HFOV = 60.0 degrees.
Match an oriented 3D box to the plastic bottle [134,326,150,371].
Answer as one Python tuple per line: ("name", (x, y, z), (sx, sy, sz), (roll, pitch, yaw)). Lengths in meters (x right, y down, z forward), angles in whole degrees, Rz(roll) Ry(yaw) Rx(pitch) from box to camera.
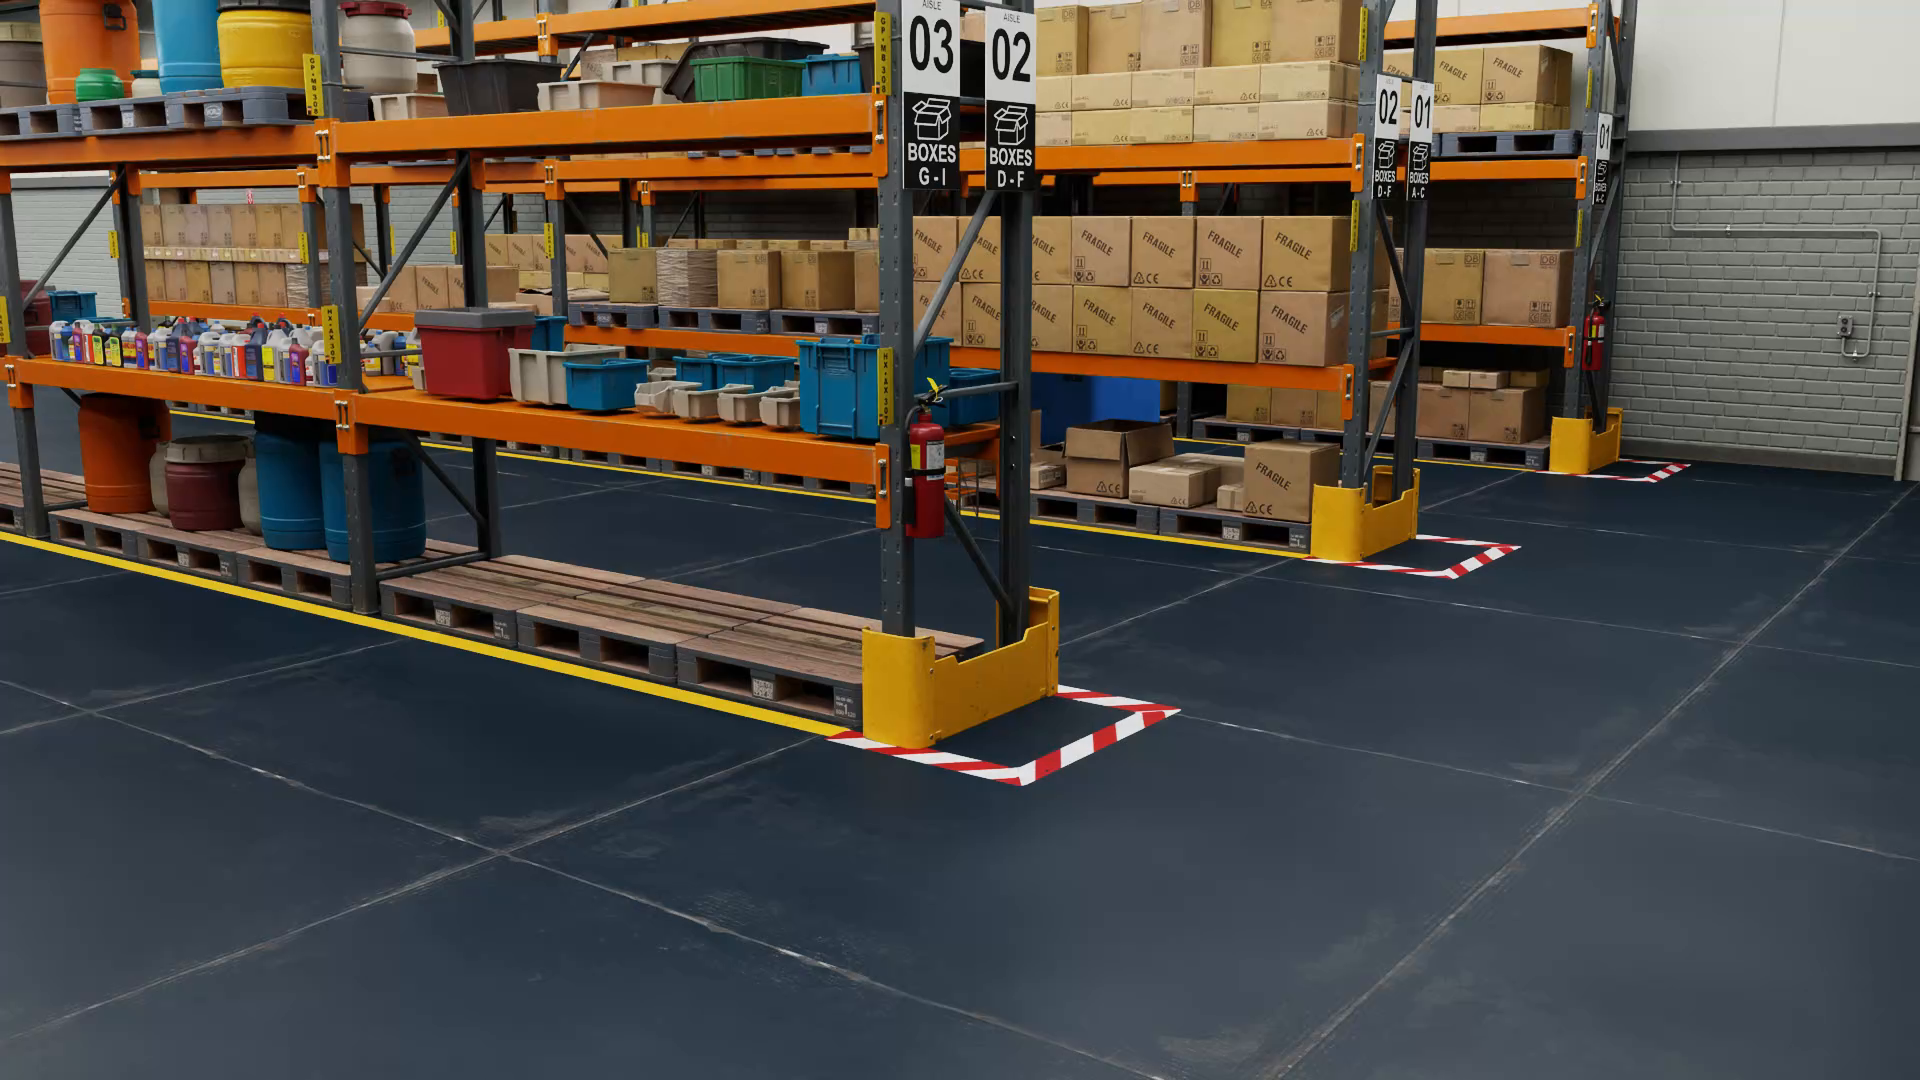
("plastic bottle", (-5.390, -1.266, 10.986), (0.133, 0.283, 0.061), (8, 13, 36))

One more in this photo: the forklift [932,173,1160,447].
("forklift", (0.430, -2.193, 15.647), (3.031, 2.935, 1.130), (11, 15, 43))

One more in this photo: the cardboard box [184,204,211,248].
("cardboard box", (-8.720, -3.727, 19.718), (0.500, 0.500, 0.700), (8, 14, 36))

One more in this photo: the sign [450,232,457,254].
("sign", (-7.357, -4.317, 24.167), (0.005, 0.325, 0.100), (8, 13, 36))

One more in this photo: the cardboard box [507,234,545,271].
("cardboard box", (-6.024, -4.063, 23.504), (0.500, 0.500, 0.500), (7, 13, 34))

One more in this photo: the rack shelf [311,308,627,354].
("rack shelf", (-5.129, -2.188, 17.338), (4.000, 0.370, 1.077), (8, 13, 36))

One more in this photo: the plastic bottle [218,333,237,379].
("plastic bottle", (-4.546, -1.156, 10.434), (0.135, 0.276, 0.152), (8, 13, 36))

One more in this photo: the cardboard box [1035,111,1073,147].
("cardboard box", (0.755, -3.060, 12.448), (0.500, 0.250, 0.500), (8, 13, 36))

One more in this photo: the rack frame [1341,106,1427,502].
("rack frame", (2.931, -1.417, 11.458), (0.127, 3.000, 1.000), (8, 13, 36))

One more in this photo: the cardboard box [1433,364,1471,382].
("cardboard box", (4.846, -1.638, 16.369), (0.250, 0.149, 0.380), (8, 14, 36))

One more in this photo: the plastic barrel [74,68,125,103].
("plastic barrel", (-5.734, -3.007, 11.082), (0.294, 0.245, 0.294), (0, 11, 0))

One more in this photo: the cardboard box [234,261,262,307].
("cardboard box", (-7.933, -2.980, 19.271), (0.500, 0.500, 0.700), (8, 14, 36))

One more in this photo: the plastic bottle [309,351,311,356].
("plastic bottle", (-3.918, -1.039, 10.029), (0.097, 0.201, 0.097), (0, 11, 0))

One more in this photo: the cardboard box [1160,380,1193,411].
("cardboard box", (2.035, -1.830, 18.144), (0.750, 0.750, 0.750), (8, 14, 36))

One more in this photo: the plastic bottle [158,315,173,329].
("plastic bottle", (-5.873, -1.521, 12.303), (0.133, 0.283, 0.061), (8, 13, 36))

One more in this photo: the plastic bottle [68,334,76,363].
("plastic bottle", (-6.139, -1.335, 11.556), (0.097, 0.201, 0.097), (0, 11, 0))

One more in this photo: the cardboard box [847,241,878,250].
("cardboard box", (-0.973, -3.392, 20.243), (0.500, 0.500, 0.700), (6, 13, 29))

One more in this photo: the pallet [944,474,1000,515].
("pallet", (0.260, -0.420, 13.648), (1.213, 0.211, 1.003), (8, 13, 36))

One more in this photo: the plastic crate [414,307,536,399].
("plastic crate", (-2.657, -1.031, 9.136), (0.583, 0.464, 0.402), (8, 13, 36))

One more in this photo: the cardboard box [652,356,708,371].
("cardboard box", (-2.576, -1.599, 15.844), (0.500, 0.250, 0.500), (9, 14, 38))

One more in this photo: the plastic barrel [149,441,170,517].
("plastic barrel", (-5.540, -0.441, 11.858), (0.421, 0.512, 0.421), (0, 11, 0))

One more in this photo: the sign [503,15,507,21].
("sign", (-6.691, -7.539, 24.432), (0.005, 0.325, 0.100), (8, 13, 36))

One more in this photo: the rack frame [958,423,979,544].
("rack frame", (0.062, -0.580, 11.871), (0.006, 1.200, 0.240), (8, 13, 36))

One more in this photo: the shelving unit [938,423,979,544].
("shelving unit", (-0.012, -0.591, 11.924), (0.189, 1.200, 0.258), (8, 13, 36))

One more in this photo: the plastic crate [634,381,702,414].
("plastic crate", (-1.482, -0.716, 8.370), (0.250, 0.136, 0.298), (8, 13, 36))

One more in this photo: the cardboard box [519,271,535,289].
("cardboard box", (-5.996, -3.693, 23.565), (0.500, 0.250, 0.500), (8, 13, 35))

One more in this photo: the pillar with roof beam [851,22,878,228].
("pillar with roof beam", (-3.672, -5.640, 17.493), (0.400, 9.000, 9.100), (8, 13, 36))

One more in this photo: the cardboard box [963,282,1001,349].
("cardboard box", (0.371, -1.760, 12.966), (0.500, 0.500, 0.500), (8, 14, 37))

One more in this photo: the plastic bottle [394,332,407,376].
("plastic bottle", (-3.561, -1.189, 10.615), (0.097, 0.271, 0.097), (0, 11, 0))

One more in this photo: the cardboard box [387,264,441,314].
("cardboard box", (-5.707, -2.667, 17.657), (0.500, 0.500, 0.500), (9, 14, 40))

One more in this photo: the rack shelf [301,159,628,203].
("rack shelf", (-5.129, -3.661, 17.053), (4.000, 0.370, 1.077), (8, 13, 36))

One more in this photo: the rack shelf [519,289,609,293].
("rack shelf", (-5.424, -3.397, 23.584), (4.000, 0.370, 1.077), (8, 13, 36))

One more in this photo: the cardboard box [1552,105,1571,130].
("cardboard box", (5.417, -3.950, 15.679), (0.500, 0.250, 0.500), (9, 14, 38))

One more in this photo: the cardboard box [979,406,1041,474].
("cardboard box", (0.334, -0.835, 13.872), (0.500, 0.500, 0.500), (8, 13, 36))

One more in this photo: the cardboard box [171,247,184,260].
("cardboard box", (-9.160, -3.420, 19.841), (0.250, 0.149, 0.380), (8, 13, 35))

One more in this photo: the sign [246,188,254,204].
("sign", (-12.712, -6.141, 29.773), (0.199, 0.298, 0.001), (8, 13, 36))

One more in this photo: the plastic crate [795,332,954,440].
("plastic crate", (-0.384, -0.715, 7.578), (0.499, 0.435, 0.616), (8, 13, 36))

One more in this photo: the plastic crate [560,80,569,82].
("plastic crate", (-2.305, -2.446, 9.320), (0.300, 0.233, 0.416), (8, 13, 36))

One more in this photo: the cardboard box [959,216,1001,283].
("cardboard box", (0.336, -2.253, 12.882), (0.500, 0.500, 0.500), (7, 13, 34))

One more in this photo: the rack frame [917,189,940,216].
("rack frame", (-0.588, -3.075, 20.029), (0.127, 3.000, 1.000), (8, 13, 36))

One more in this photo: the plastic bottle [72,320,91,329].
("plastic bottle", (-6.204, -1.423, 11.814), (0.135, 0.276, 0.152), (8, 13, 36))

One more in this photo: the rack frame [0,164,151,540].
("rack frame", (-6.452, -1.559, 12.190), (0.127, 3.000, 1.000), (8, 13, 36))

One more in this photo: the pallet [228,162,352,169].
("pallet", (-7.444, -4.287, 18.630), (1.213, 0.211, 1.003), (8, 13, 36))

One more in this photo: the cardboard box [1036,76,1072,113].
("cardboard box", (0.752, -3.305, 12.396), (0.500, 0.250, 0.500), (8, 13, 36))

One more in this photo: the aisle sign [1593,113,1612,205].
("aisle sign", (5.741, -3.398, 14.854), (0.004, 0.787, 0.394), (8, 13, 36))

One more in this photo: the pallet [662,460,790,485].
("pallet", (-1.958, -0.721, 15.199), (1.213, 0.211, 1.003), (8, 13, 36))

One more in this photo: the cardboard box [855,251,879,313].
("cardboard box", (-0.542, -2.210, 14.186), (0.500, 0.500, 0.700), (3, 11, 16))

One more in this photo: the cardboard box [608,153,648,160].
("cardboard box", (-2.734, -3.737, 15.289), (0.500, 0.500, 0.910), (8, 13, 36))

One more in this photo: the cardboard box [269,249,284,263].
("cardboard box", (-7.498, -3.189, 18.645), (0.250, 0.149, 0.380), (7, 13, 34))

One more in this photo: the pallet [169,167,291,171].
("pallet", (-8.423, -4.425, 19.340), (1.213, 0.211, 1.003), (8, 13, 36))

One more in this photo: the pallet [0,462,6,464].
("pallet", (-9.020, -0.557, 14.353), (1.213, 0.211, 1.003), (8, 13, 36))

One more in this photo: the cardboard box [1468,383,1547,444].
("cardboard box", (5.237, -1.218, 15.905), (0.500, 0.500, 0.700), (8, 13, 36))
